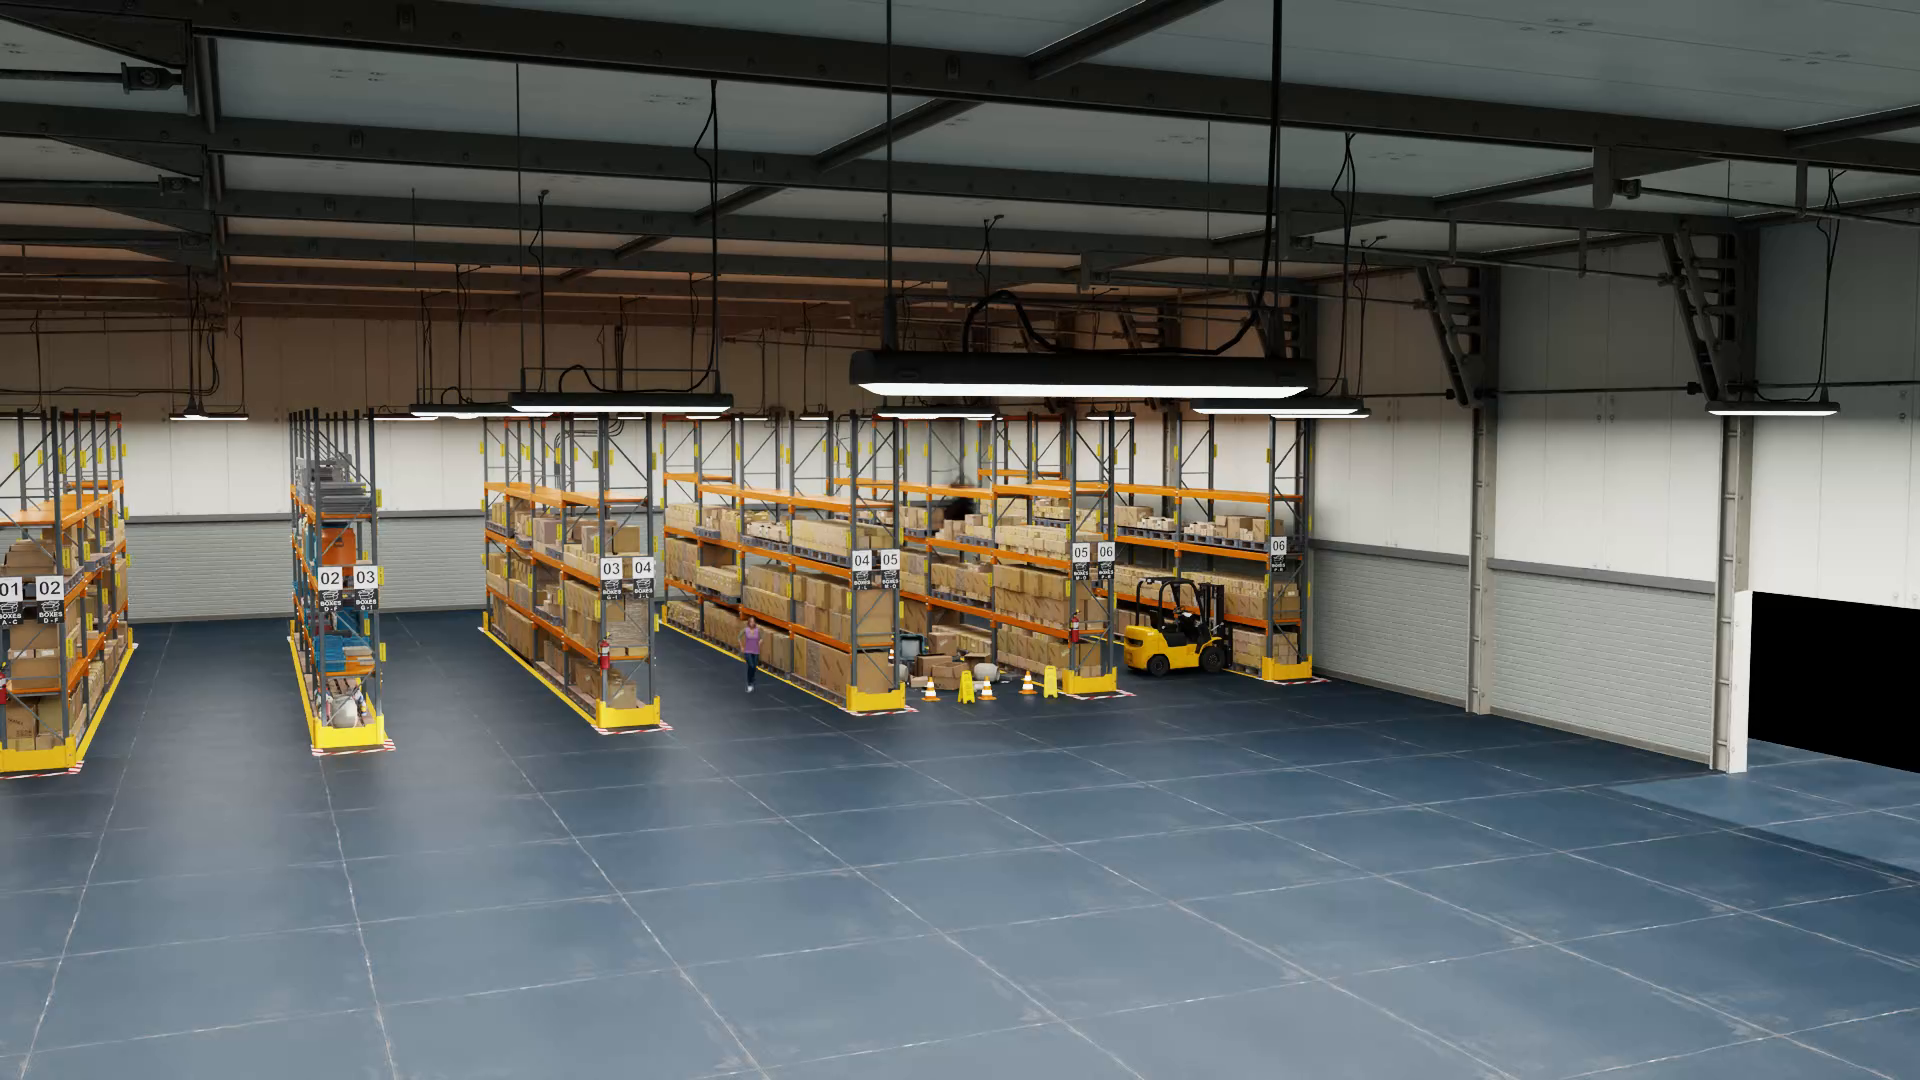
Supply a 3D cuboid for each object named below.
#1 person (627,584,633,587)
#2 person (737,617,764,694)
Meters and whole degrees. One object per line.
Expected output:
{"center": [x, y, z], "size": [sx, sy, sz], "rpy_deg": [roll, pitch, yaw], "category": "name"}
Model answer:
{"center": [-9.436, 1.497, 47.813], "size": [0.641, 1.726, 0.700], "rpy_deg": [2, 4, 21], "category": "person"}
{"center": [-4.440, 2.449, 35.502], "size": [0.524, 1.637, 0.710], "rpy_deg": [-2, 4, -25], "category": "person"}
